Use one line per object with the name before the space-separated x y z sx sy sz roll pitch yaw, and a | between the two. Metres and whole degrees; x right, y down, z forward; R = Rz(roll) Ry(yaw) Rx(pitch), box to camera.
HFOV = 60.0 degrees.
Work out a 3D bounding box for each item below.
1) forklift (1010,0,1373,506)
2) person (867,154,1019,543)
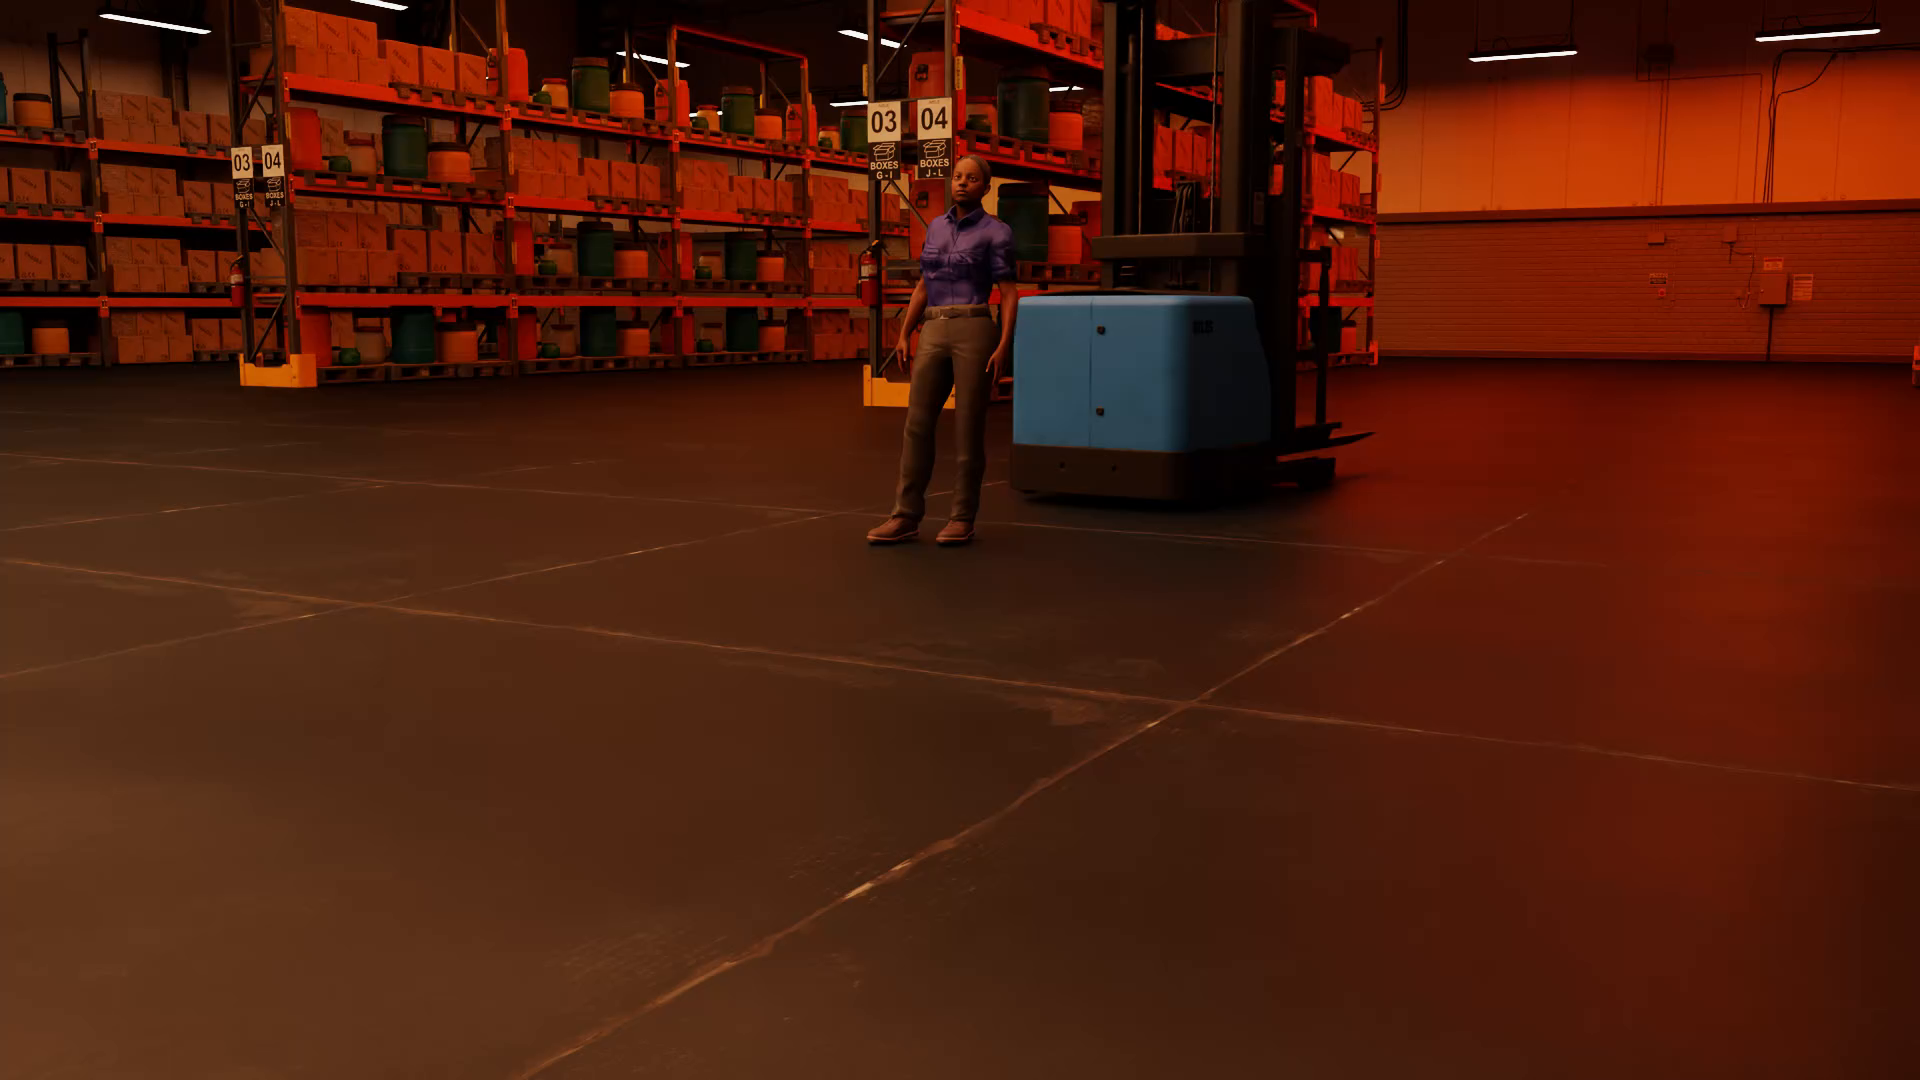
forklift | 1.518 -1.779 9.482 1.130 2.935 3.031 5 10 35
person | -0.060 -0.817 7.134 0.569 1.654 0.504 4 9 29
